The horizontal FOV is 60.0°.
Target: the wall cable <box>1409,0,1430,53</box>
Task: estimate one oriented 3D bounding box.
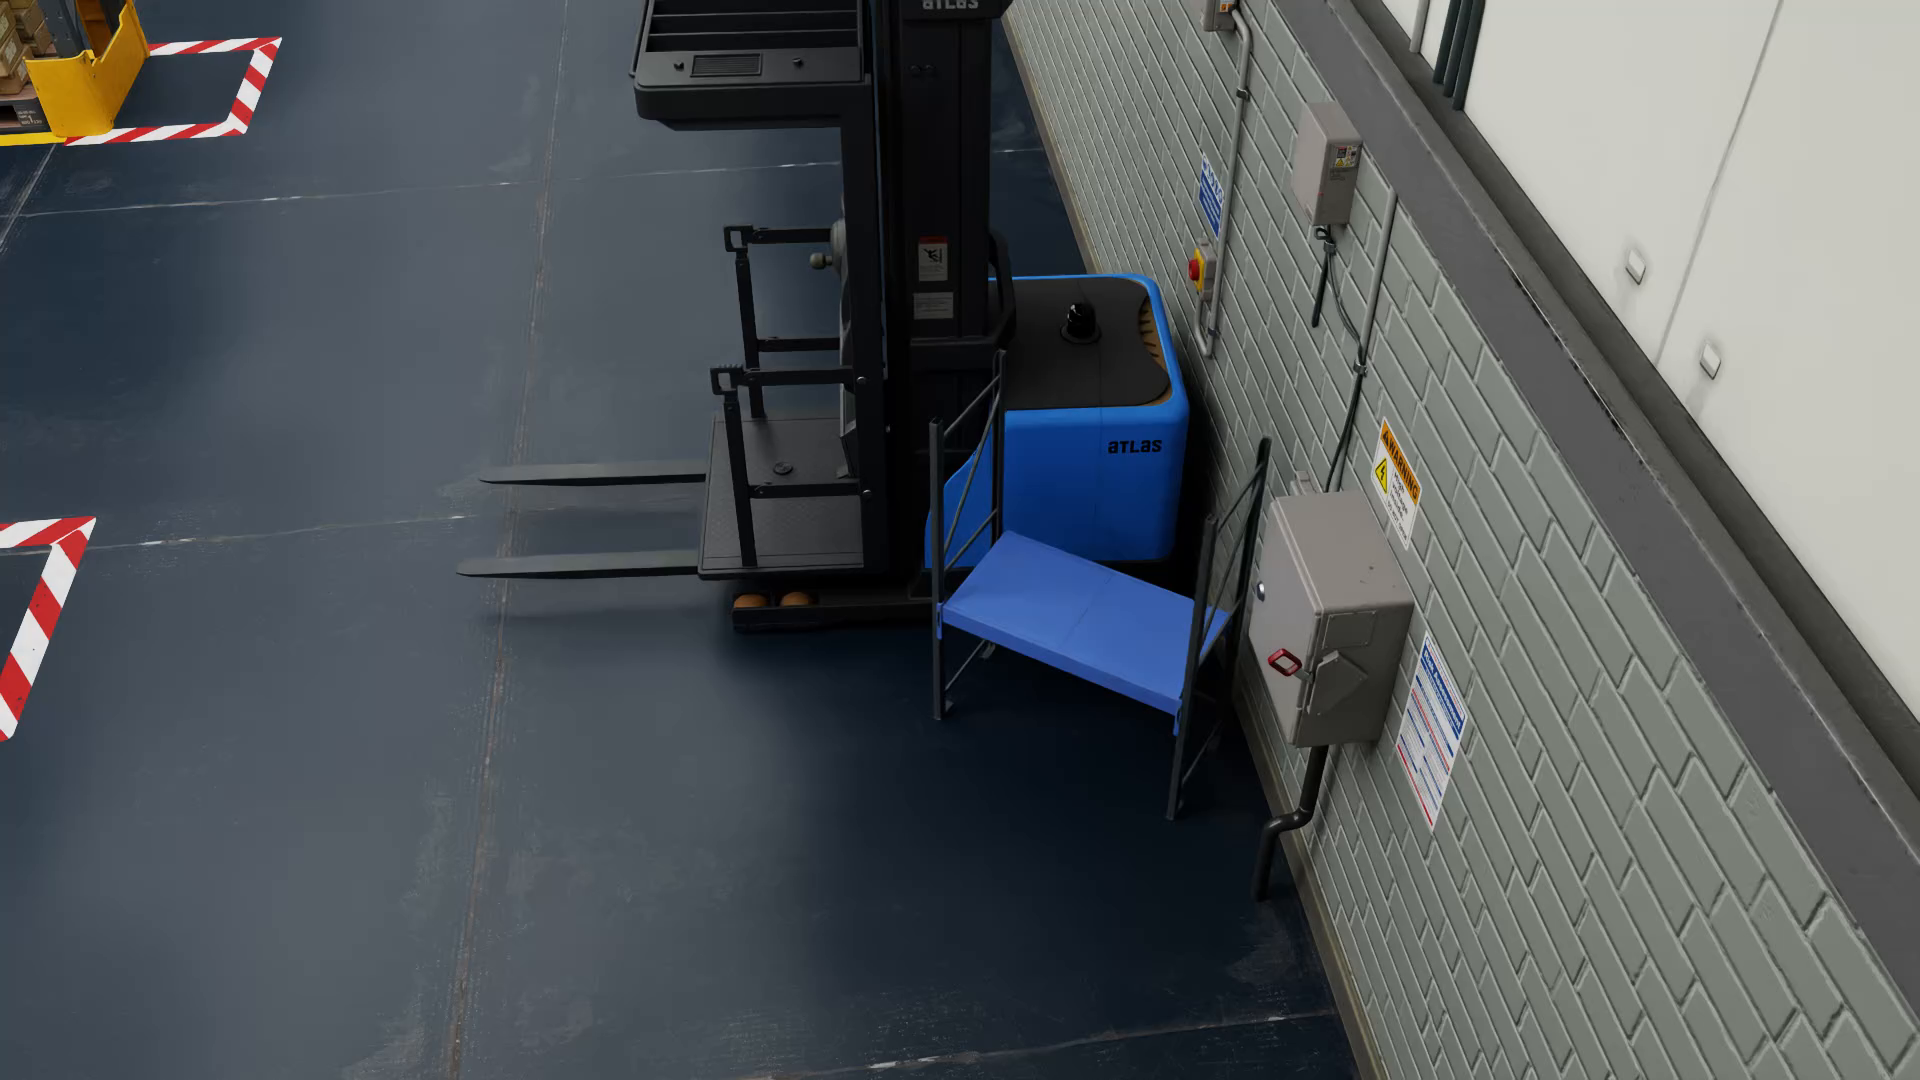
[{"bbox_3d":[1.038,-3.116,4.196,0.029,3.000,2.355,-5,42,-6],"label":"wall cable"}]

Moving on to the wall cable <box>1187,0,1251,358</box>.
[{"bbox_3d":[0.928,-1.601,6.214,0.123,1.953,0.585,-5,42,-6],"label":"wall cable"}]

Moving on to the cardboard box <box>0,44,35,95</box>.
[{"bbox_3d":[-5.897,-2.898,10.250,0.250,0.149,0.380,-4,42,-5],"label":"cardboard box"}]

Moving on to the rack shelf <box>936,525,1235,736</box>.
[{"bbox_3d":[0.474,0.321,6.253,1.000,0.185,0.538,21,46,22],"label":"rack shelf"}]

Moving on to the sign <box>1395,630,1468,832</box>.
[{"bbox_3d":[1.325,0.541,4.692,0.001,0.494,0.329,-5,42,-6],"label":"sign"}]

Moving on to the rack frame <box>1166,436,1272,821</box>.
[{"bbox_3d":[0.915,0.356,5.946,0.032,1.500,0.500,21,46,22],"label":"rack frame"}]

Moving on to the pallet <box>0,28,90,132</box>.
[{"bbox_3d":[-6.288,-2.896,10.514,1.213,0.211,1.003,-5,42,-6],"label":"pallet"}]

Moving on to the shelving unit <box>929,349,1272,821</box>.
[{"bbox_3d":[0.474,0.188,6.133,1.048,1.500,0.538,21,46,22],"label":"shelving unit"}]

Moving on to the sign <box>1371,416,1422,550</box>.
[{"bbox_3d":[1.253,-0.165,4.788,0.001,0.242,0.339,-5,42,-6],"label":"sign"}]

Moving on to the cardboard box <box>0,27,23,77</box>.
[{"bbox_3d":[-5.889,-2.958,10.093,0.250,0.149,0.380,-6,42,-7],"label":"cardboard box"}]

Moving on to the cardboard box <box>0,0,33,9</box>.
[{"bbox_3d":[-5.966,-3.484,10.454,0.250,0.149,0.380,-7,42,-7],"label":"cardboard box"}]

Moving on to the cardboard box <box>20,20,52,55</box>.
[{"bbox_3d":[-5.964,-3.250,10.639,0.250,0.149,0.380,-4,42,-5],"label":"cardboard box"}]

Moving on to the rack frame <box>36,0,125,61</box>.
[{"bbox_3d":[-5.402,-3.985,9.640,0.127,3.000,1.000,-5,42,-6],"label":"rack frame"}]

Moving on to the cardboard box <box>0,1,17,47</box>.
[{"bbox_3d":[-5.895,-3.089,10.017,0.250,0.149,0.380,-5,42,-5],"label":"cardboard box"}]

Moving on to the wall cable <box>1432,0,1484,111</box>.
[{"bbox_3d":[1.362,-1.276,2.129,0.133,3.039,2.988,-5,42,-6],"label":"wall cable"}]

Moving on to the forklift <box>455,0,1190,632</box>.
[{"bbox_3d":[-0.625,-1.065,6.453,3.031,2.935,1.130,-2,42,-2],"label":"forklift"}]

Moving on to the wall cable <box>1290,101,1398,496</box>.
[{"bbox_3d":[1.123,-0.648,5.181,0.122,1.984,0.588,-5,42,-6],"label":"wall cable"}]

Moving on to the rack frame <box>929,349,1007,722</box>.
[{"bbox_3d":[0.032,0.019,6.320,0.032,1.500,0.500,21,46,22],"label":"rack frame"}]

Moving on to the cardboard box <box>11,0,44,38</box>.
[{"bbox_3d":[-5.955,-3.318,10.493,0.250,0.149,0.380,-3,42,-4],"label":"cardboard box"}]

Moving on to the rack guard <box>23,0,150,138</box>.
[{"bbox_3d":[-5.478,-3.050,10.470,0.348,0.500,1.175,-5,42,-6],"label":"rack guard"}]

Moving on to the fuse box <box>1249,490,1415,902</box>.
[{"bbox_3d":[1.055,0.674,5.436,0.414,1.711,0.539,-5,42,-6],"label":"fuse box"}]

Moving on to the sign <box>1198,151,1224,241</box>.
[{"bbox_3d":[0.982,-1.349,6.516,0.001,0.218,0.327,-5,42,-6],"label":"sign"}]
